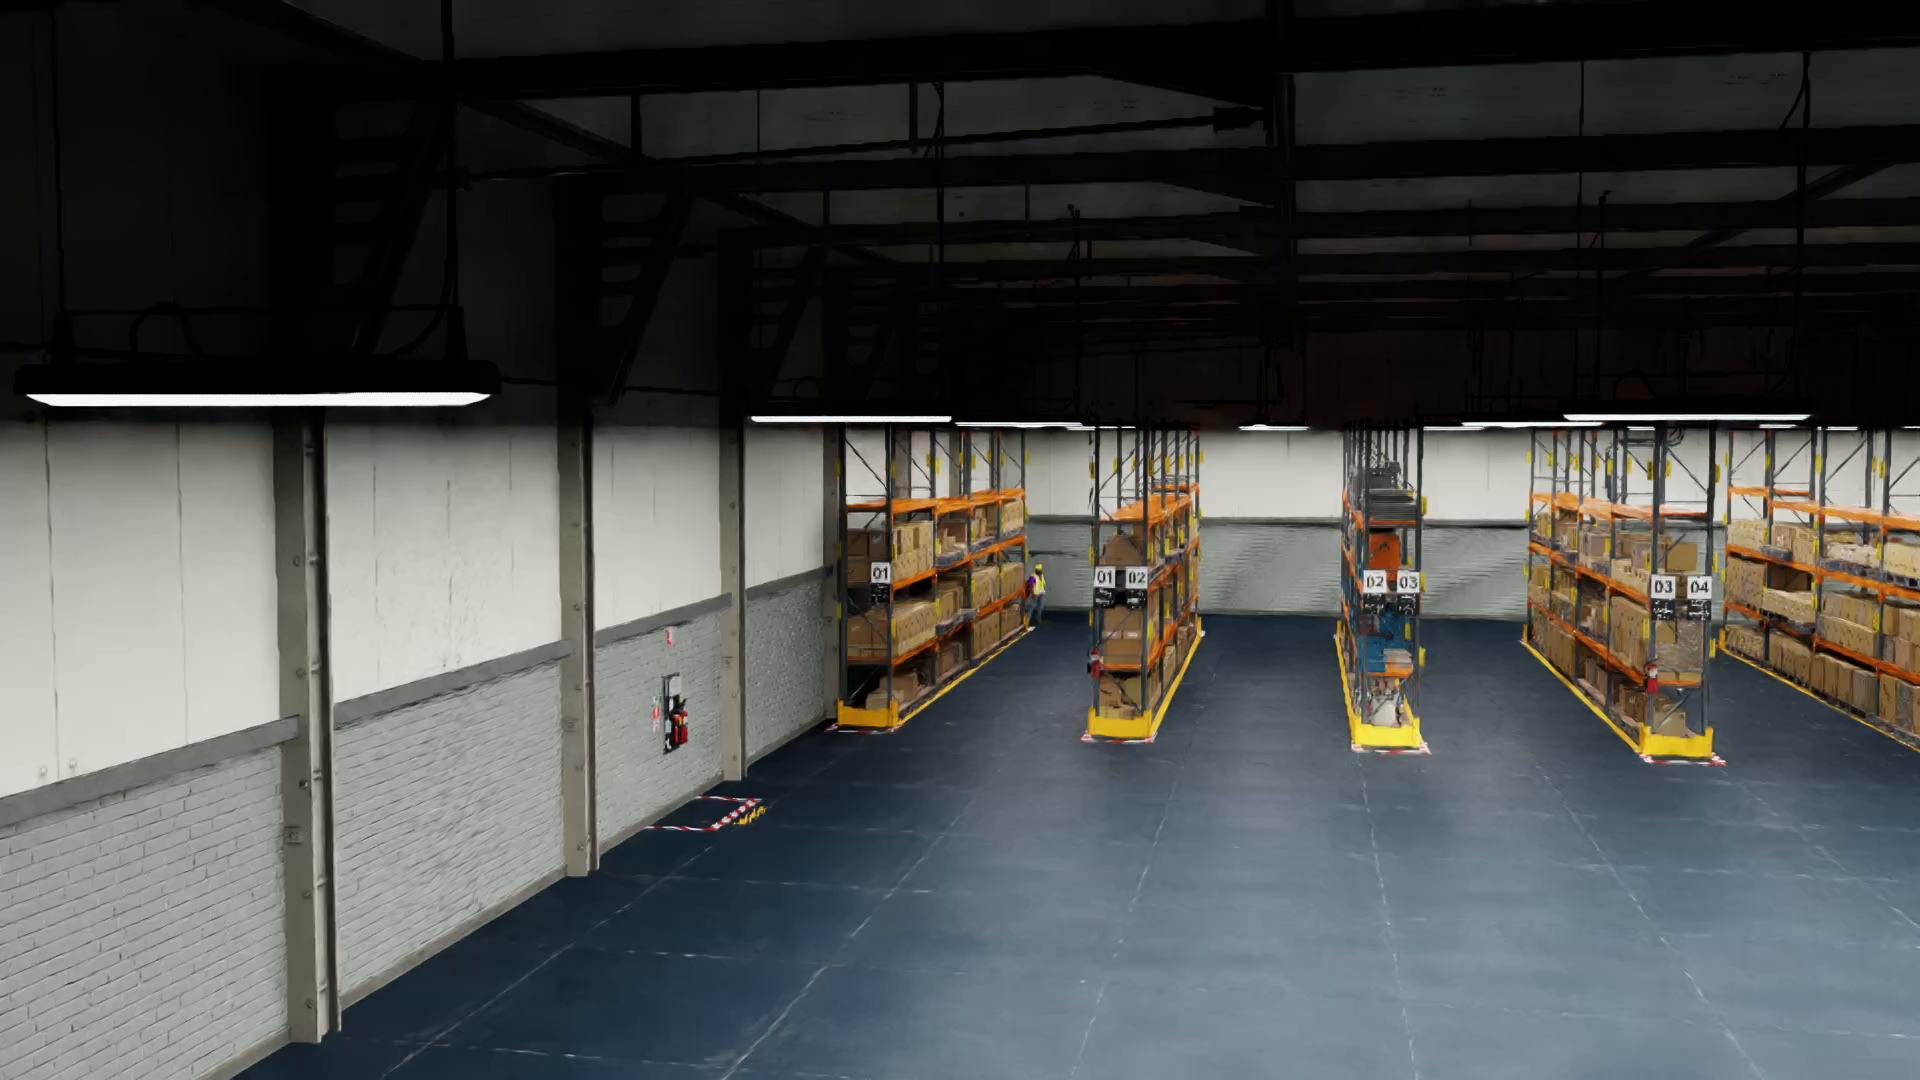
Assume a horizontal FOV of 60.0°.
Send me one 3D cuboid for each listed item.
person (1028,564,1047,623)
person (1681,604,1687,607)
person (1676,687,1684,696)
[{"bbox_3d":[2.234,1.618,49.838,0.714,1.757,0.473,-3,5,-39],"label":"person"},{"bbox_3d":[19.268,2.027,44.402,0.457,1.586,1.074,1,4,15],"label":"person"},{"bbox_3d":[15.742,2.505,36.191,0.546,1.709,1.128,1,4,9],"label":"person"}]
